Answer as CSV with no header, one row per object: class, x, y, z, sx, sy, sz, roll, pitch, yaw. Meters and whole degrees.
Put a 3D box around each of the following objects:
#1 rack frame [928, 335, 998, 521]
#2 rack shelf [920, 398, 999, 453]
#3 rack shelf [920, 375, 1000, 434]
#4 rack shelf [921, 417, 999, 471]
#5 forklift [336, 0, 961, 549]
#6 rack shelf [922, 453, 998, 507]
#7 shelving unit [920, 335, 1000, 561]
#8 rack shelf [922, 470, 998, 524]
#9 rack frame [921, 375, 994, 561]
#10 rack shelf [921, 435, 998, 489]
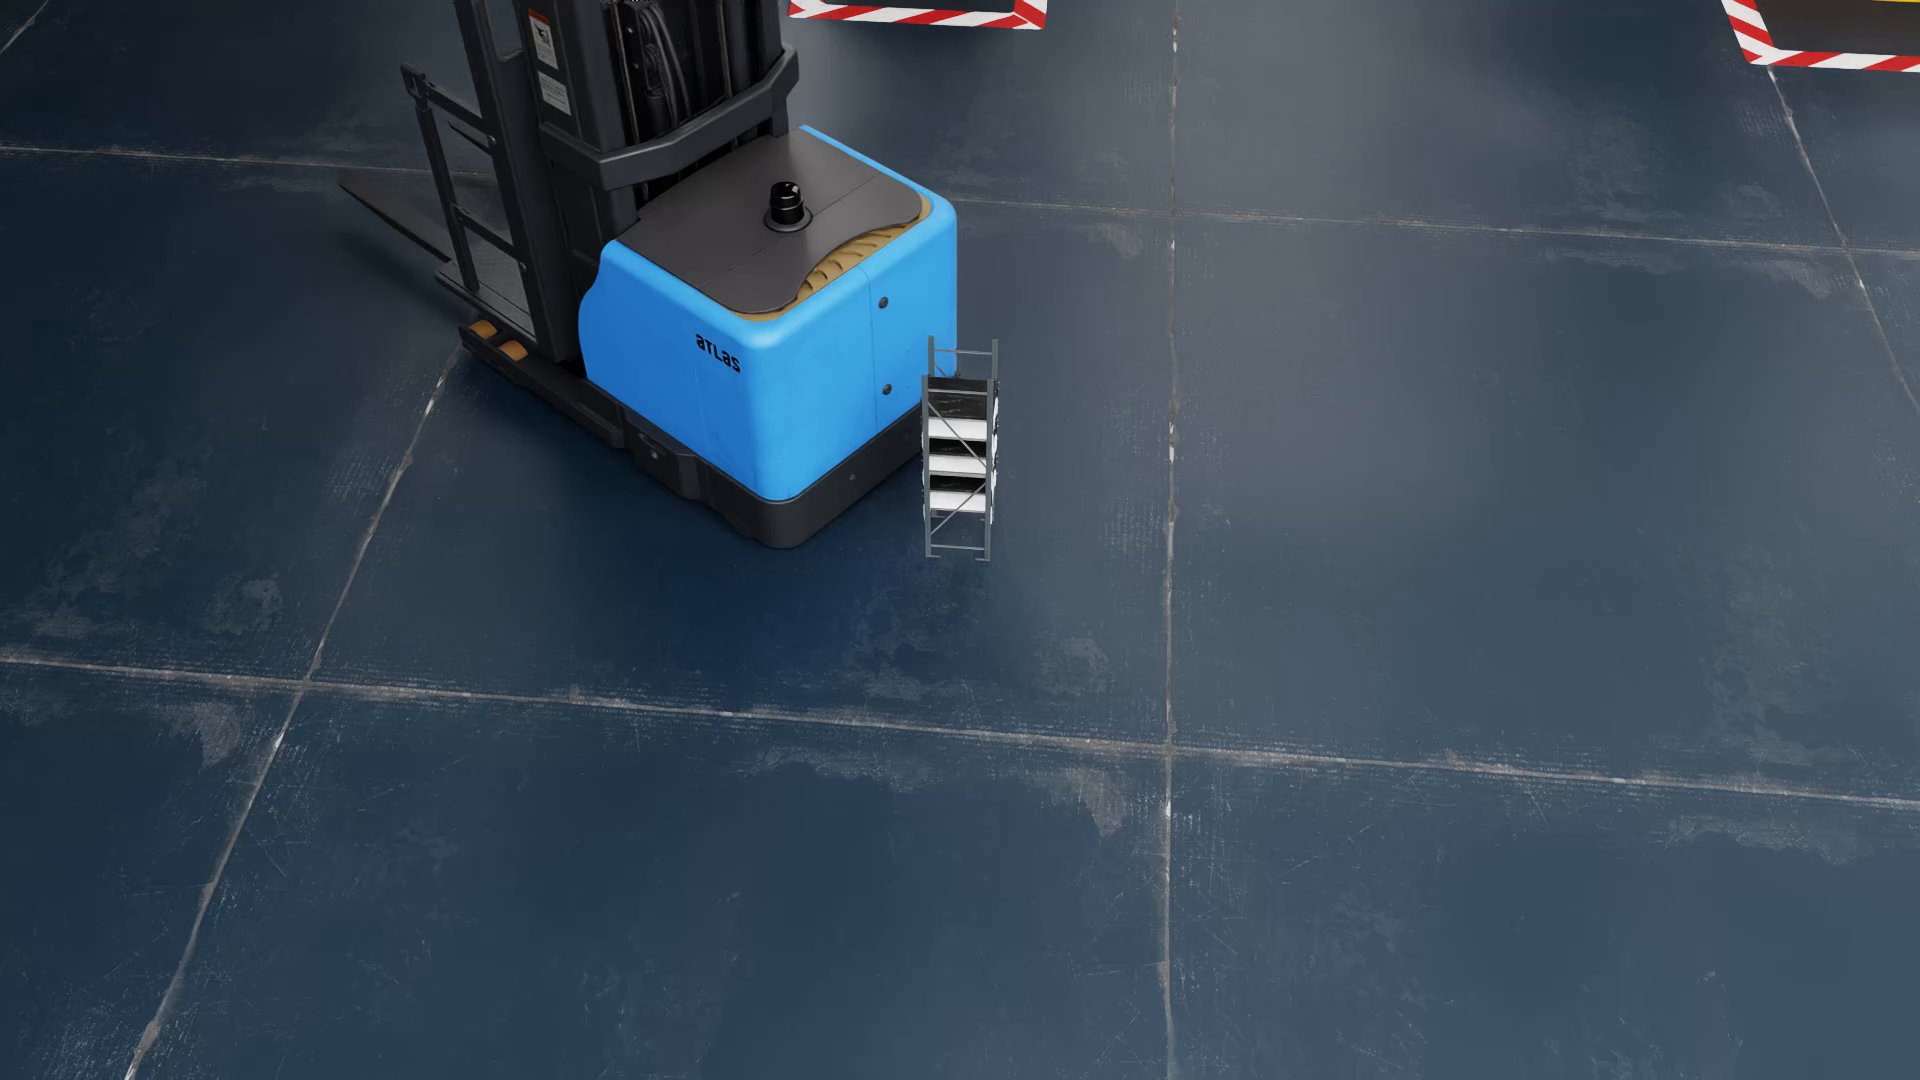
rack frame,0.010,-0.384,5.992,0.240,0.900,0.006,4,48,4
rack shelf,0.001,-0.409,5.815,0.258,0.077,0.200,4,48,4
rack shelf,0.001,-0.469,5.749,0.258,0.077,0.200,4,48,4
rack shelf,0.001,-0.348,5.882,0.258,0.077,0.200,4,48,4
forklift,-1.435,-1.905,6.006,3.031,2.935,1.130,33,56,27
rack shelf,0.001,-0.226,6.014,0.258,0.077,0.200,4,48,4
shelving unit,0.001,-0.310,5.923,0.258,0.900,0.210,4,48,4
rack shelf,0.001,-0.166,6.081,0.258,0.077,0.200,4,48,4
rack frame,-0.009,-0.235,5.855,0.240,0.900,0.006,4,48,4
rack shelf,0.001,-0.287,5.948,0.258,0.077,0.200,4,48,4
